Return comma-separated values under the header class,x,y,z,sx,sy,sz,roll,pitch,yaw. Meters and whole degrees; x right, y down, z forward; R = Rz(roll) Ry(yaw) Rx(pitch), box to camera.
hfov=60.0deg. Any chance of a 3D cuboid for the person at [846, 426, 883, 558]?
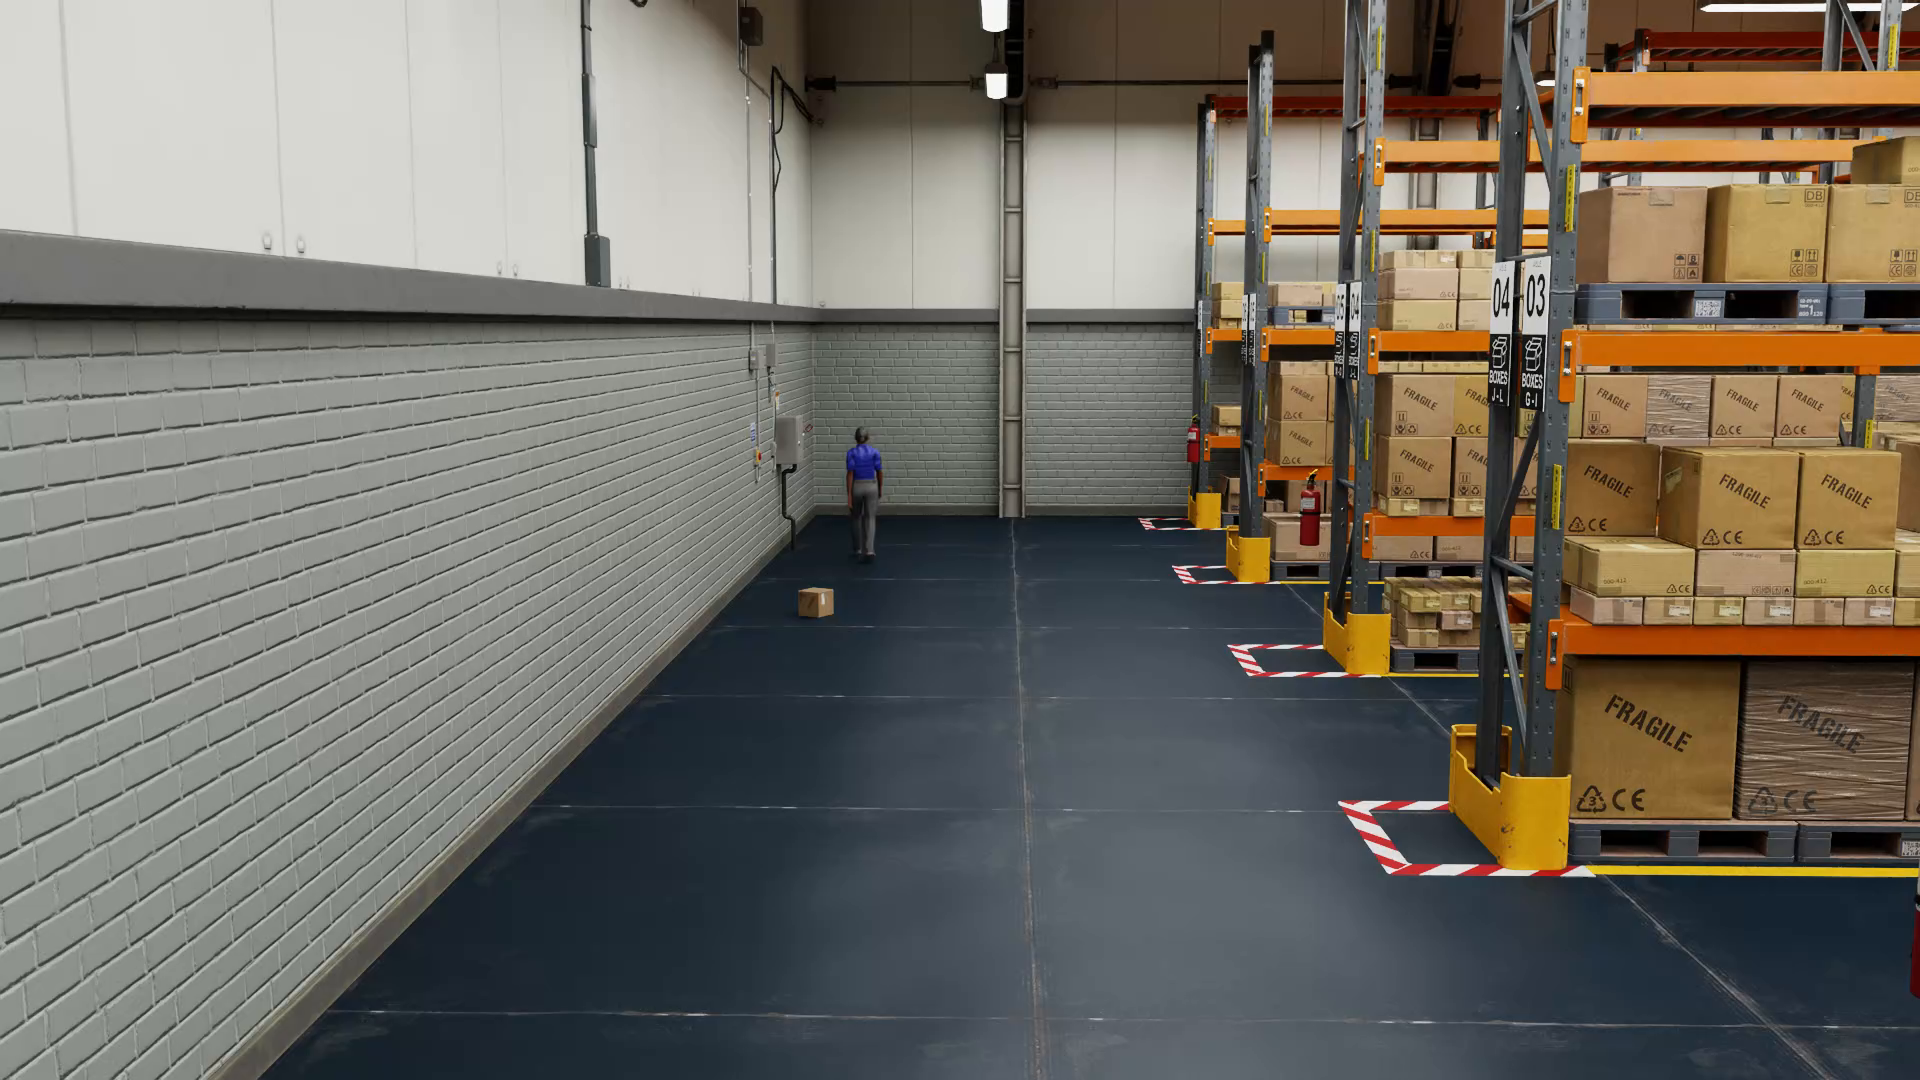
class,x,y,z,sx,sy,sz,roll,pitch,yaw
person,-1.170,-0.593,20.381,0.450,1.605,0.967,0,7,-1
